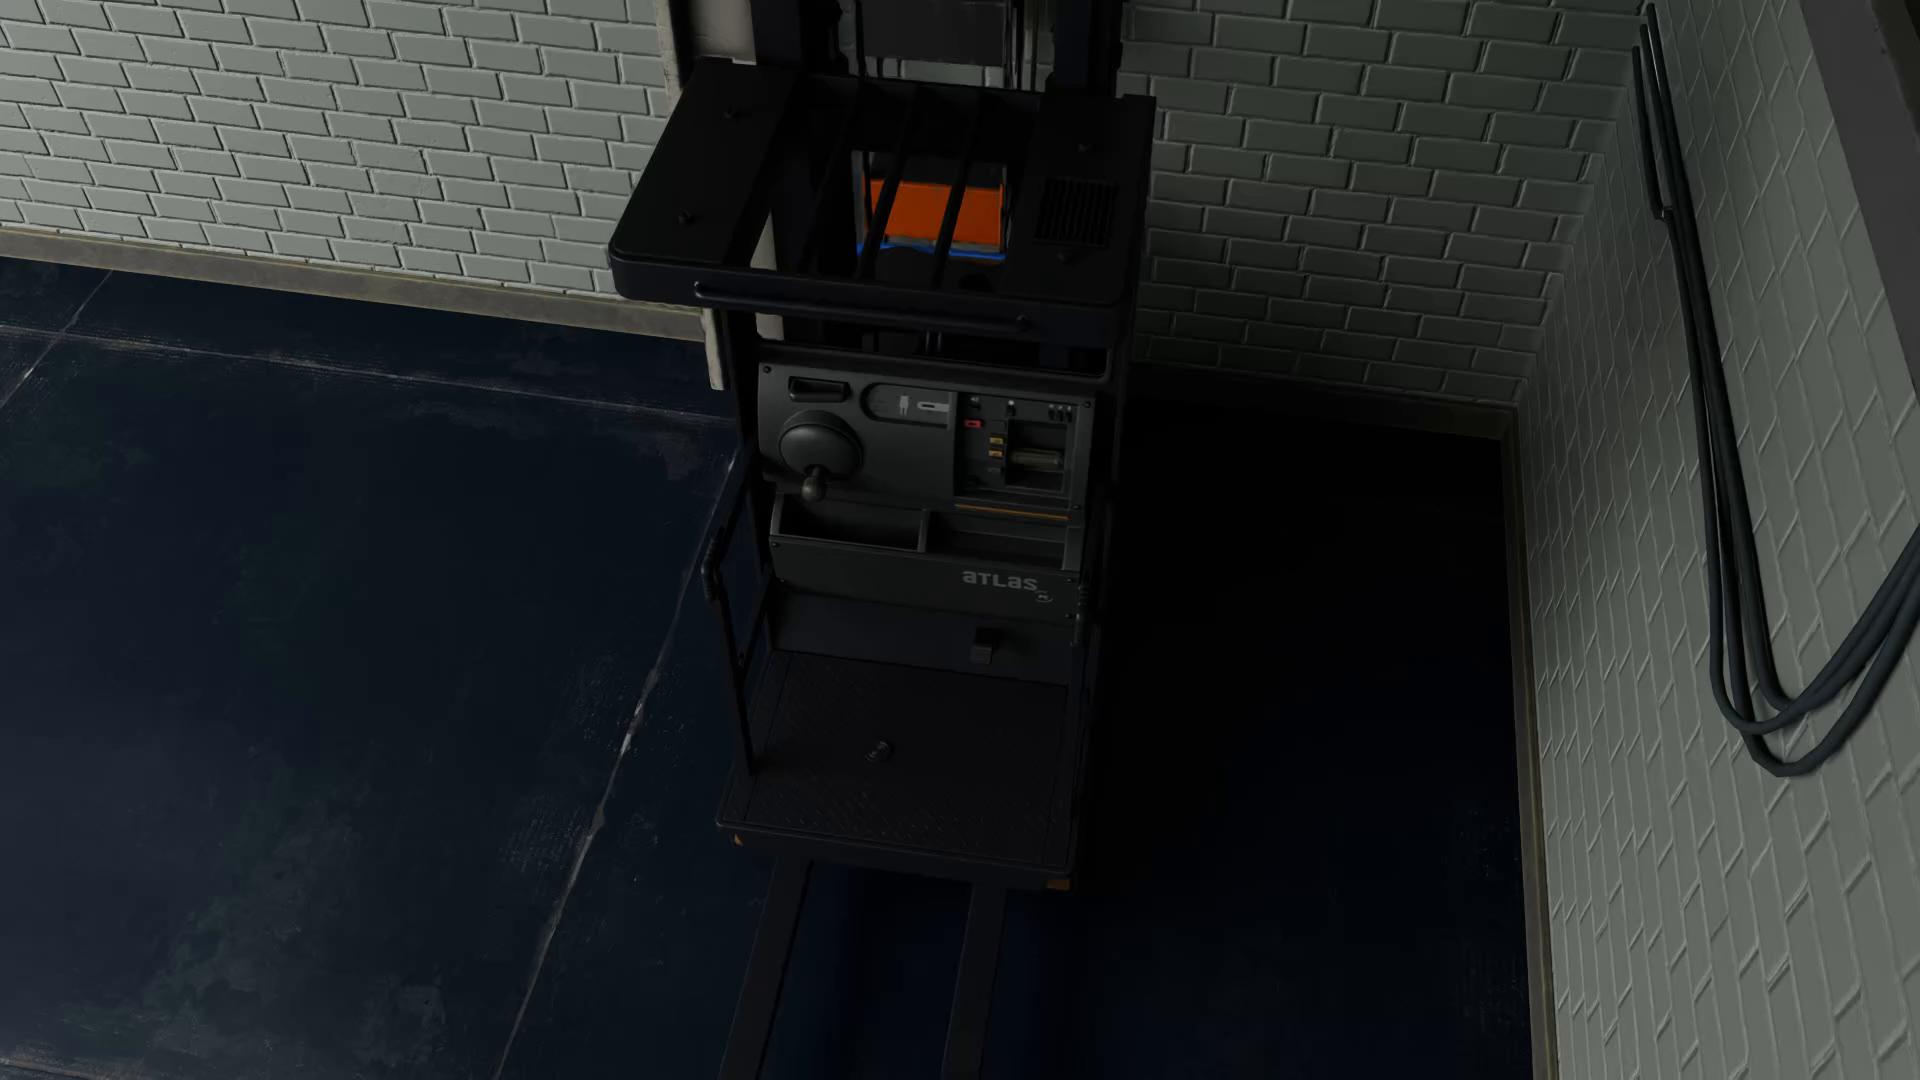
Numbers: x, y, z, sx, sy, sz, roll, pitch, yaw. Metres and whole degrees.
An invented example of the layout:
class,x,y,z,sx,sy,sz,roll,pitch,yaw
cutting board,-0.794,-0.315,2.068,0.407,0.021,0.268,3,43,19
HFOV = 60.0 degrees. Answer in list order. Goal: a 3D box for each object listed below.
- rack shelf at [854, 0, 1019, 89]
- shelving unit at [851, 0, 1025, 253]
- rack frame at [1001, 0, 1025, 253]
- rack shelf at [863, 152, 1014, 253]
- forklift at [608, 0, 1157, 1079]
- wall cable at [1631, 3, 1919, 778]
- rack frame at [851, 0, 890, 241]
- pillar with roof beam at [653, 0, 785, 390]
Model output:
class,x,y,z,sx,sy,sz,roll,pitch,yaw
rack shelf,-0.062,-1.665,5.412,0.480,0.518,0.431,6,48,5
shelving unit,-0.062,-1.206,5.922,0.503,2.100,0.431,6,48,5
rack frame,0.179,-1.181,5.899,0.015,2.100,0.400,6,48,5
rack shelf,-0.062,-1.197,5.933,0.480,0.518,0.431,6,48,5
forklift,-0.130,-0.171,4.433,1.130,2.935,3.031,7,48,6
wall cable,1.867,-1.318,3.472,0.112,2.526,3.097,8,49,7
rack frame,-0.304,-1.232,5.946,0.015,2.100,0.400,6,48,5
pillar with roof beam,-1.563,-0.562,0.706,0.400,9.000,9.100,8,49,7
